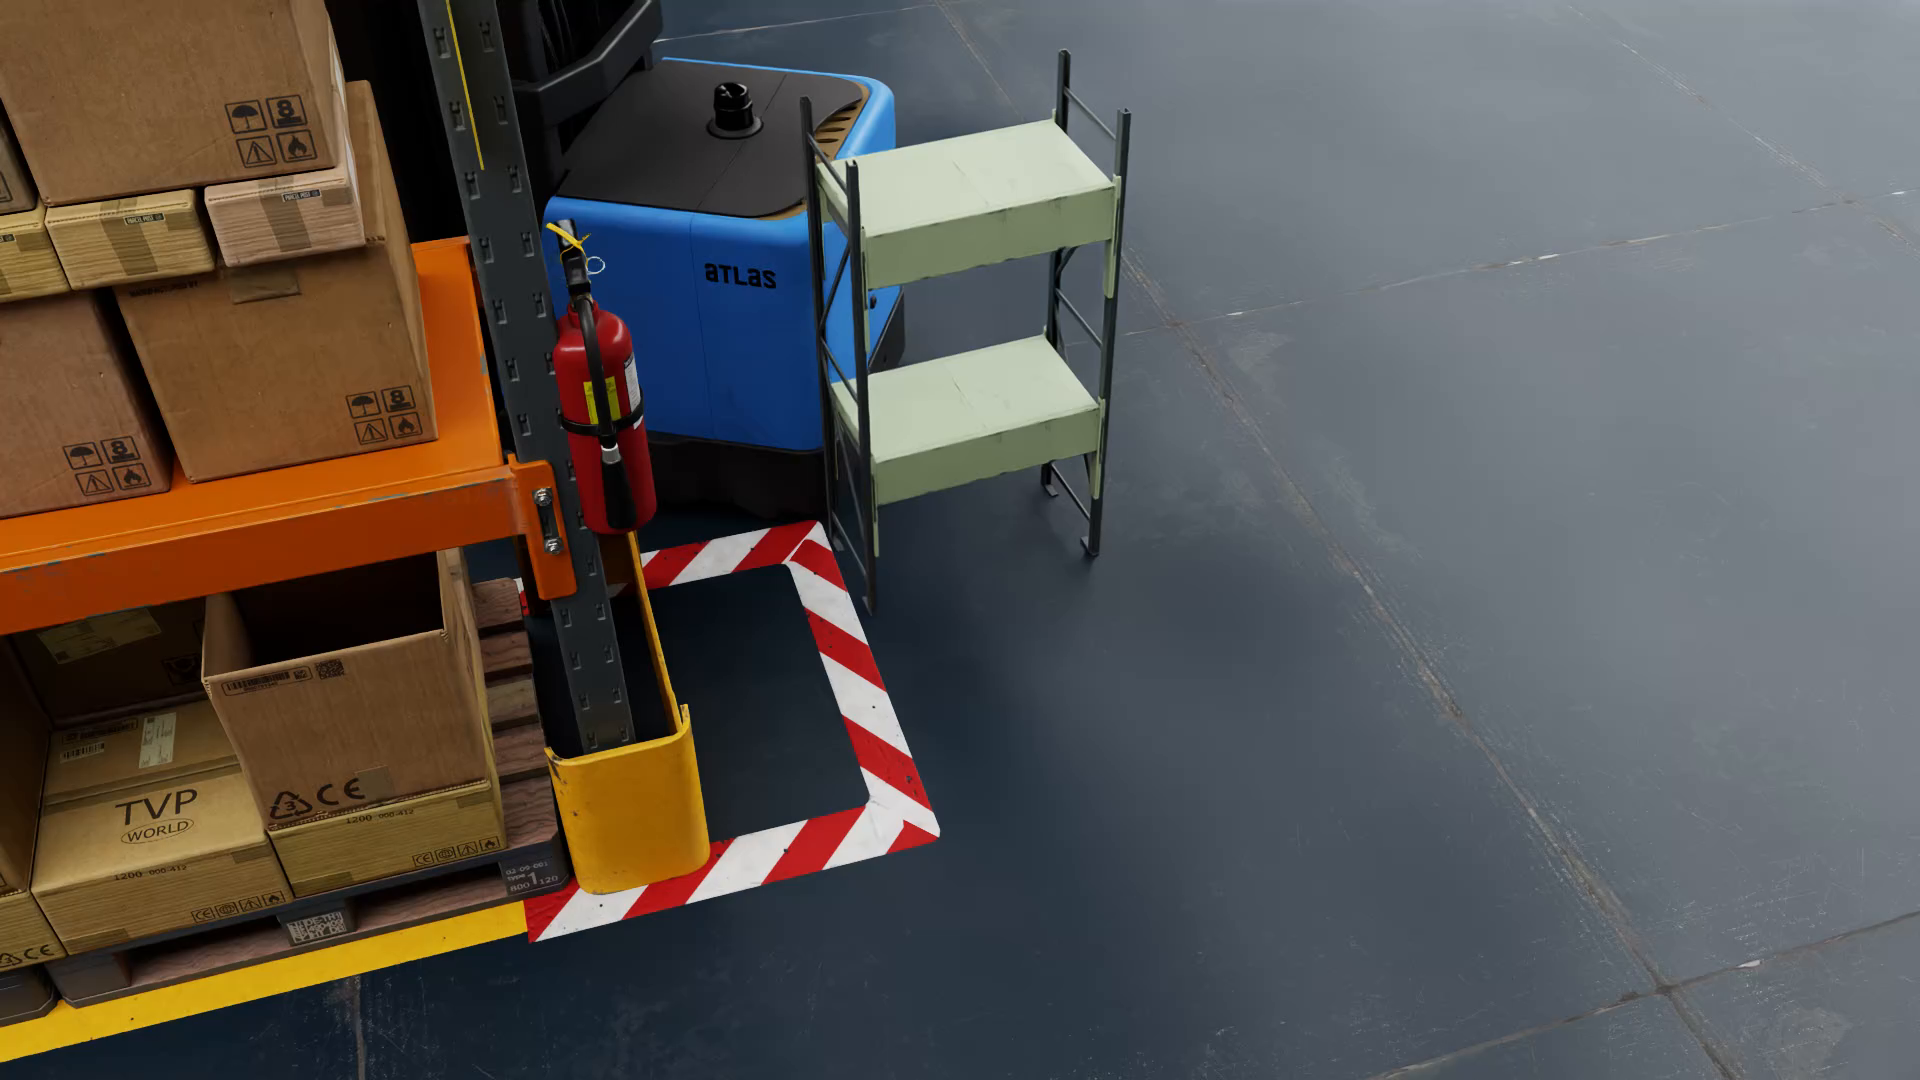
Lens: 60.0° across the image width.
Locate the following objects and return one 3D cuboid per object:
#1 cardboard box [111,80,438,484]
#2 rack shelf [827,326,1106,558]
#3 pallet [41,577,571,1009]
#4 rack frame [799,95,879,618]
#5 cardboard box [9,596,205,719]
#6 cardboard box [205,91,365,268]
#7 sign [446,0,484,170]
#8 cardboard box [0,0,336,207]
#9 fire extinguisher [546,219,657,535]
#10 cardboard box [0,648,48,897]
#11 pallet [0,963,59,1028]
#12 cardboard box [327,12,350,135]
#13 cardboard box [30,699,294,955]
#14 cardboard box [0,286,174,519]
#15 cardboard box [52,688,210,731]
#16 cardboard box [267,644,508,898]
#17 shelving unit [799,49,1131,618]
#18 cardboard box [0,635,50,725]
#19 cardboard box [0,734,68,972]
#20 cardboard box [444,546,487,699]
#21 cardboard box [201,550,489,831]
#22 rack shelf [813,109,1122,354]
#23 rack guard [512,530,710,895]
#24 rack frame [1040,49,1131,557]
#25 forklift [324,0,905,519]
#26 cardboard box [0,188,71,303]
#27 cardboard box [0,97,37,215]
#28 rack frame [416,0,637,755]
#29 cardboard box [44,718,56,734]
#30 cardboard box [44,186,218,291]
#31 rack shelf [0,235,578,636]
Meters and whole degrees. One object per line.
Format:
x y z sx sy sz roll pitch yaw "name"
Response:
-1.443 -0.567 3.543 0.500 0.500 0.700 -12 42 -13 "cardboard box"
0.010 -0.301 4.950 0.720 0.370 0.431 -15 43 -16 "rack shelf"
-1.711 0.614 4.387 1.213 0.211 1.003 -12 42 -13 "pallet"
-0.329 -0.457 4.633 0.023 1.500 0.400 -15 43 -16 "rack frame"
-2.049 0.048 4.116 0.500 0.500 0.500 -12 42 -13 "cardboard box"
-1.301 -0.700 3.203 0.250 0.149 0.380 -12 43 -14 "cardboard box"
-0.844 -0.795 2.821 0.005 0.325 0.100 -12 42 -13 "sign"
-1.494 -1.045 3.104 0.500 0.500 0.700 -12 42 -13 "cardboard box"
-0.742 -0.316 3.391 0.183 0.674 0.296 -12 42 -13 "fire extinguisher"
-2.366 0.481 3.620 0.500 0.500 0.500 -12 42 -13 "cardboard box"
-2.873 0.853 4.113 1.213 0.211 1.003 -12 42 -13 "pallet"
-1.433 -0.953 3.492 0.250 0.149 0.380 -12 43 -13 "cardboard box"
-1.890 0.662 3.984 0.500 0.250 0.500 -12 42 -13 "cardboard box"
-1.943 -0.460 3.421 0.500 0.500 0.700 -11 42 -12 "cardboard box"
-2.048 0.331 4.362 0.500 0.250 0.500 -12 42 -13 "cardboard box"
-1.417 0.555 4.105 0.500 0.250 0.500 -12 42 -13 "cardboard box"
0.010 -0.547 4.736 0.755 1.500 0.431 -15 43 -16 "shelving unit"
-2.522 0.155 3.994 0.500 0.500 0.500 -12 42 -13 "cardboard box"
-2.367 0.762 3.869 0.500 0.250 0.500 -12 42 -13 "cardboard box"
-1.573 0.230 4.477 0.500 0.250 0.500 -12 42 -13 "cardboard box"
-1.416 0.274 3.857 0.500 0.500 0.500 -12 42 -13 "cardboard box"
0.010 -0.841 4.479 0.720 0.370 0.431 -15 43 -16 "rack shelf"
-0.971 0.323 4.500 0.348 0.500 1.175 -12 42 -13 "rack guard"
0.350 -0.637 4.839 0.023 1.500 0.400 -15 43 -16 "rack frame"
-1.766 -1.668 4.932 3.031 2.935 1.130 8 42 9 "forklift"
-1.794 -0.597 3.085 0.250 0.149 0.380 -12 43 -14 "cardboard box"
-1.994 -0.938 2.981 0.500 0.500 0.700 -13 43 -14 "cardboard box"
-0.994 -0.613 3.672 0.127 3.000 1.000 -12 42 -13 "rack frame"
-2.525 0.430 4.249 0.500 0.250 0.500 -12 42 -13 "cardboard box"
-1.551 -0.648 3.143 0.250 0.149 0.380 -11 42 -12 "cardboard box"
-2.902 0.053 3.457 4.000 0.370 1.077 -12 42 -13 "rack shelf"
